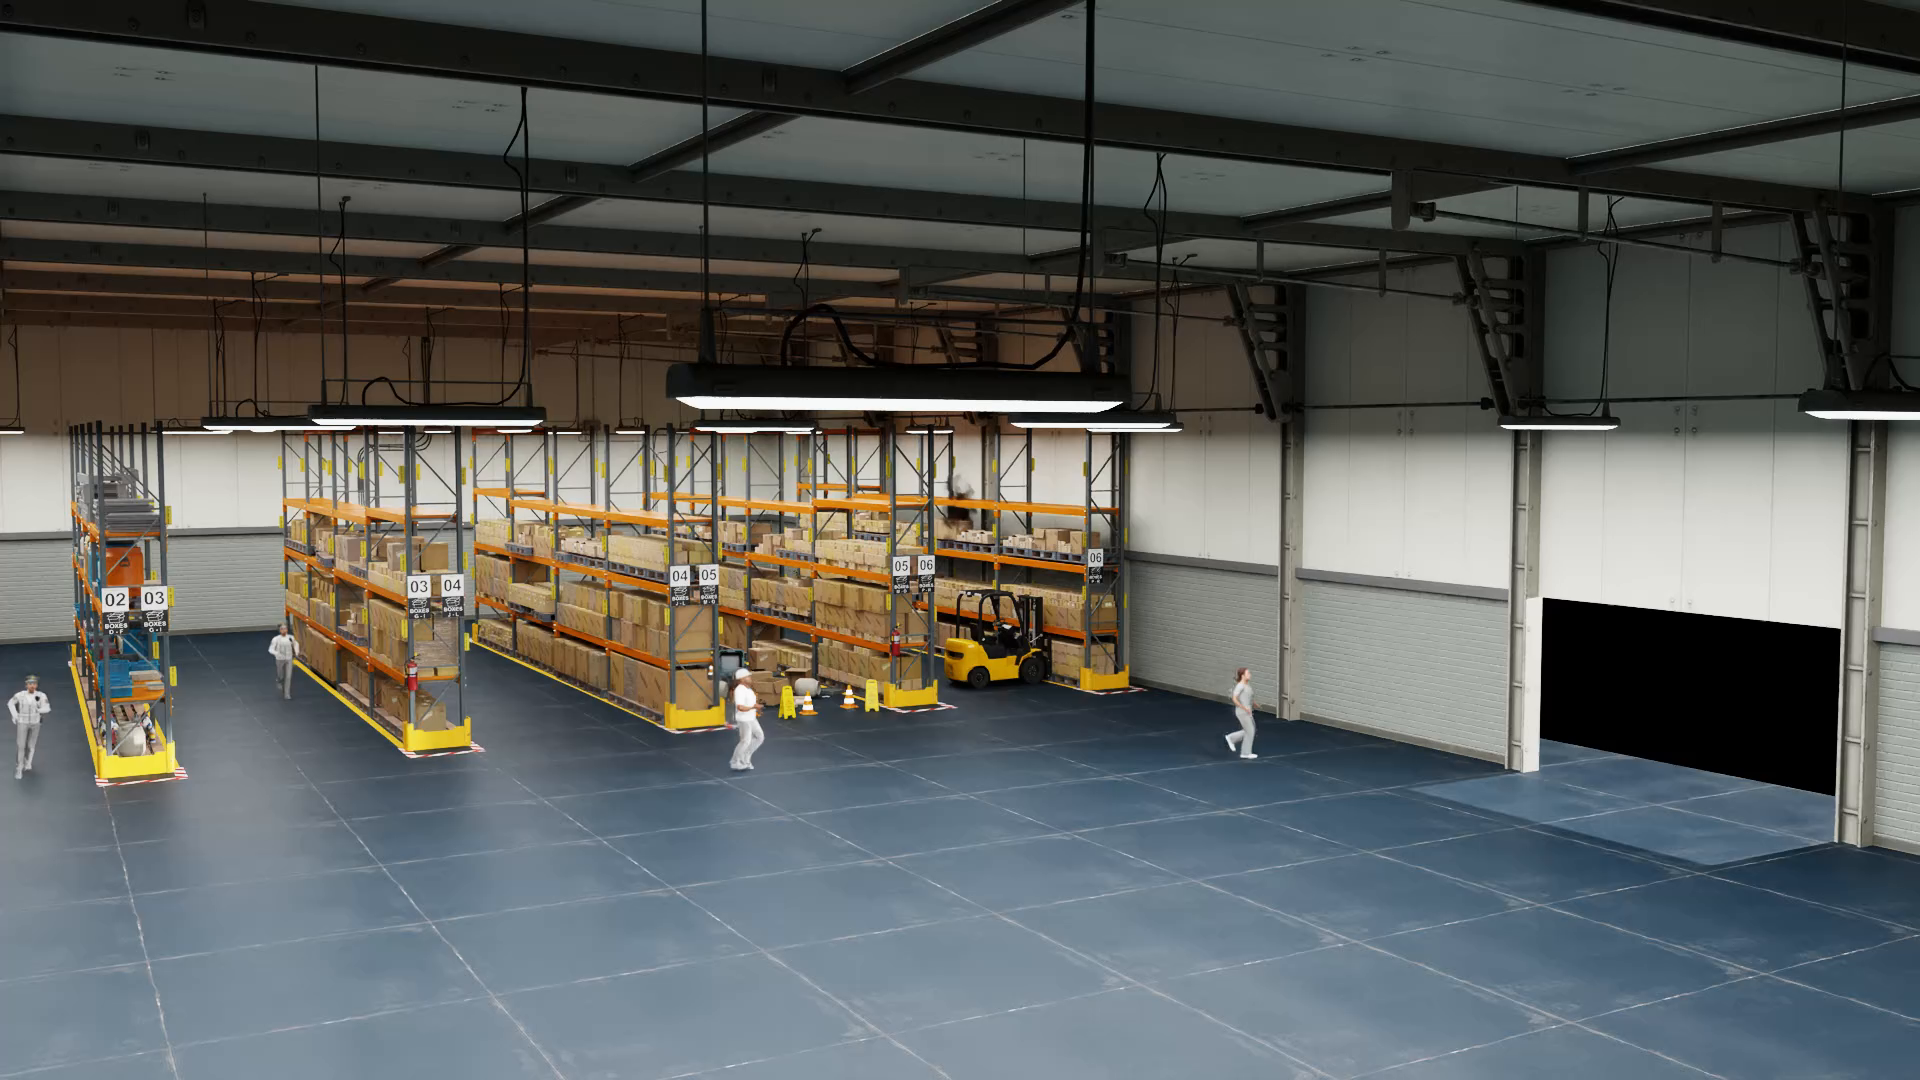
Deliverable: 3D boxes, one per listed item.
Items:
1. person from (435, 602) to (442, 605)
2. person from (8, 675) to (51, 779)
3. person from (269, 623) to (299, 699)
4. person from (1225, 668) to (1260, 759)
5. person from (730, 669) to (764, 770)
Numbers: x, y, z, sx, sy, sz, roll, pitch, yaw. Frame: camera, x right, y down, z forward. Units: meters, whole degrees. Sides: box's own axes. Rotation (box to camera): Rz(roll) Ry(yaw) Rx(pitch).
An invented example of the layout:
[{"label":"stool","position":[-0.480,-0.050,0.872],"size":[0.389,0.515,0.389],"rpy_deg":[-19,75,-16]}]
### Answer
[{"label":"person","position":[-14.100,2.135,44.973],"size":[0.644,1.677,0.860],"rpy_deg":[-1,4,-18]},{"label":"person","position":[-15.802,3.154,28.257],"size":[0.622,1.736,0.746],"rpy_deg":[-2,4,-31]},{"label":"person","position":[-14.776,2.633,36.425],"size":[0.630,1.656,0.906],"rpy_deg":[-2,4,-29]},{"label":"person","position":[5.014,3.074,29.640],"size":[0.621,1.626,0.555],"rpy_deg":[2,4,28]},{"label":"person","position":[-3.627,3.087,28.509],"size":[0.649,1.772,0.677],"rpy_deg":[1,4,9]}]
